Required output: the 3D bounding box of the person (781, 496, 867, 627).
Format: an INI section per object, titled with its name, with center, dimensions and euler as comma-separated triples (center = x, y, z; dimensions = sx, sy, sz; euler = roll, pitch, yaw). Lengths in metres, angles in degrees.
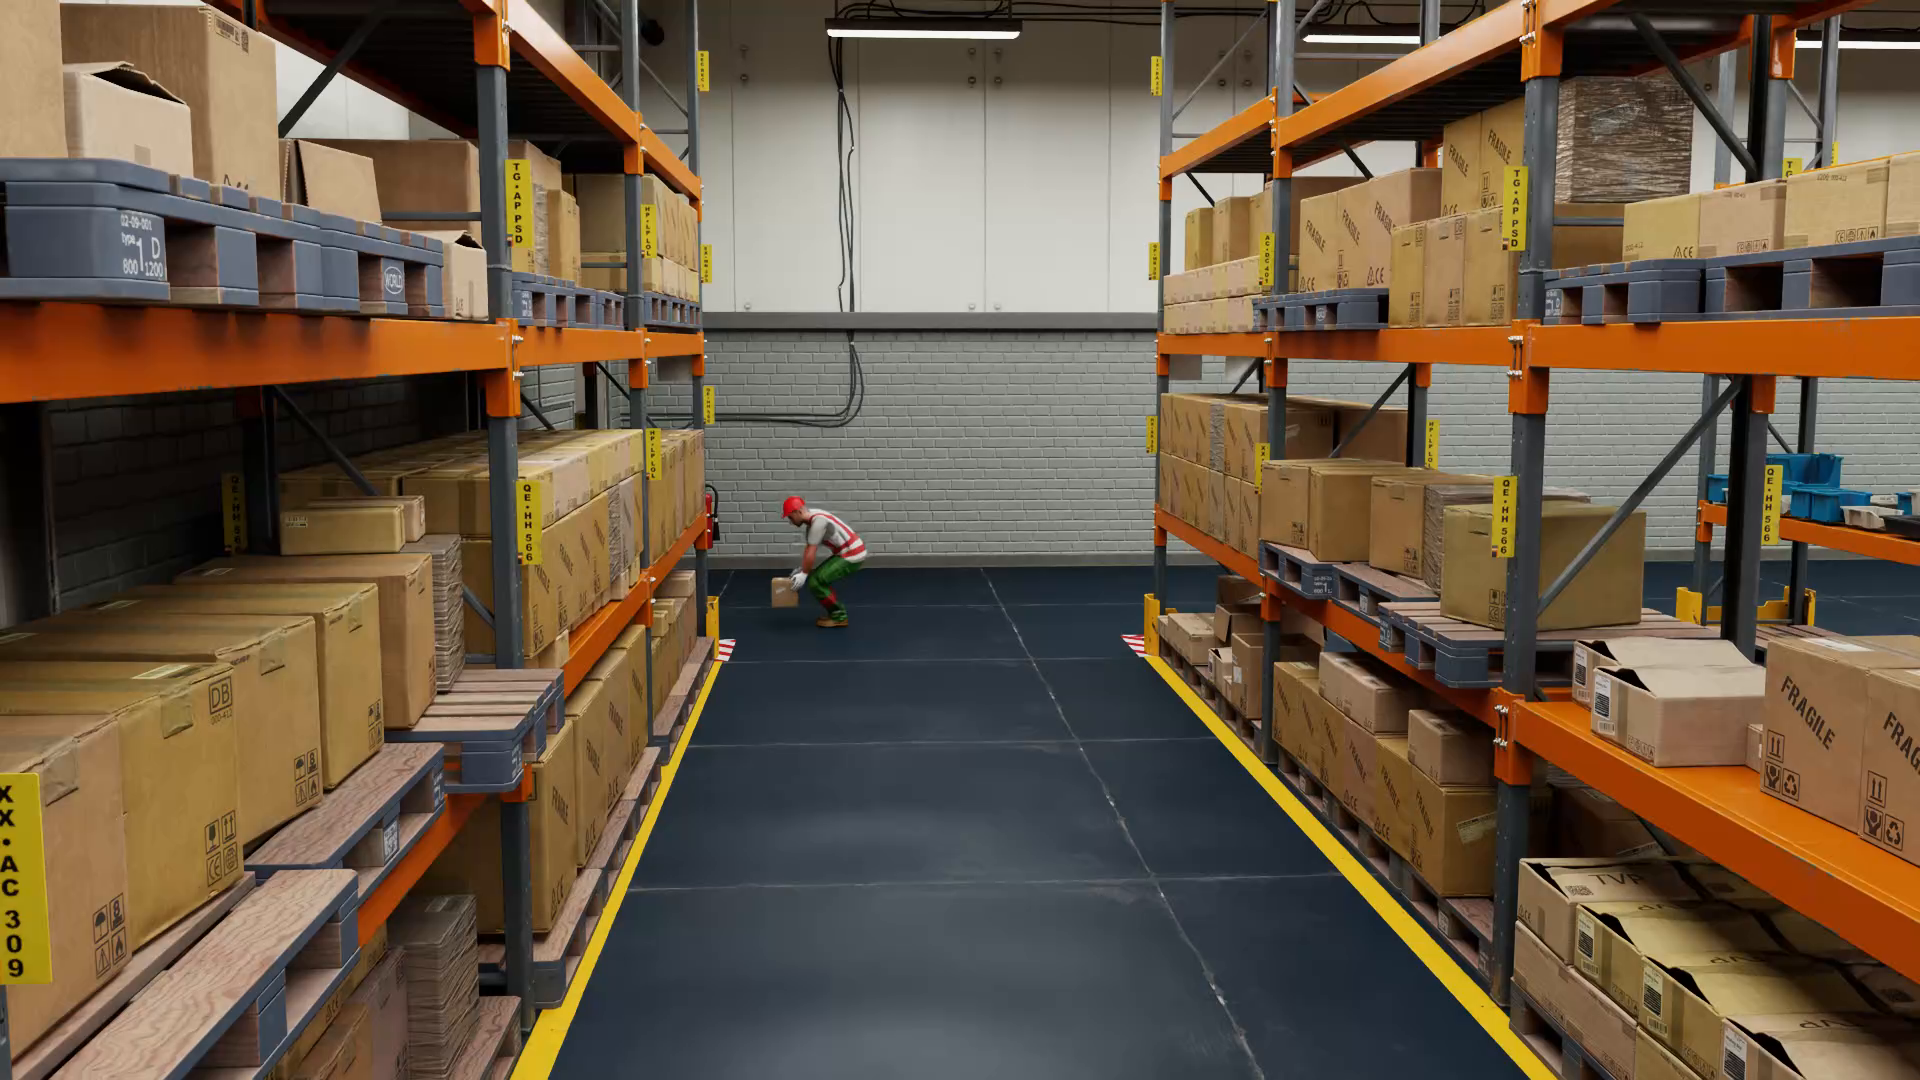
[person]
center = -1.316, 0.206, 16.127
dimensions = 0.825, 1.267, 0.585
euler = 0, 7, -4
